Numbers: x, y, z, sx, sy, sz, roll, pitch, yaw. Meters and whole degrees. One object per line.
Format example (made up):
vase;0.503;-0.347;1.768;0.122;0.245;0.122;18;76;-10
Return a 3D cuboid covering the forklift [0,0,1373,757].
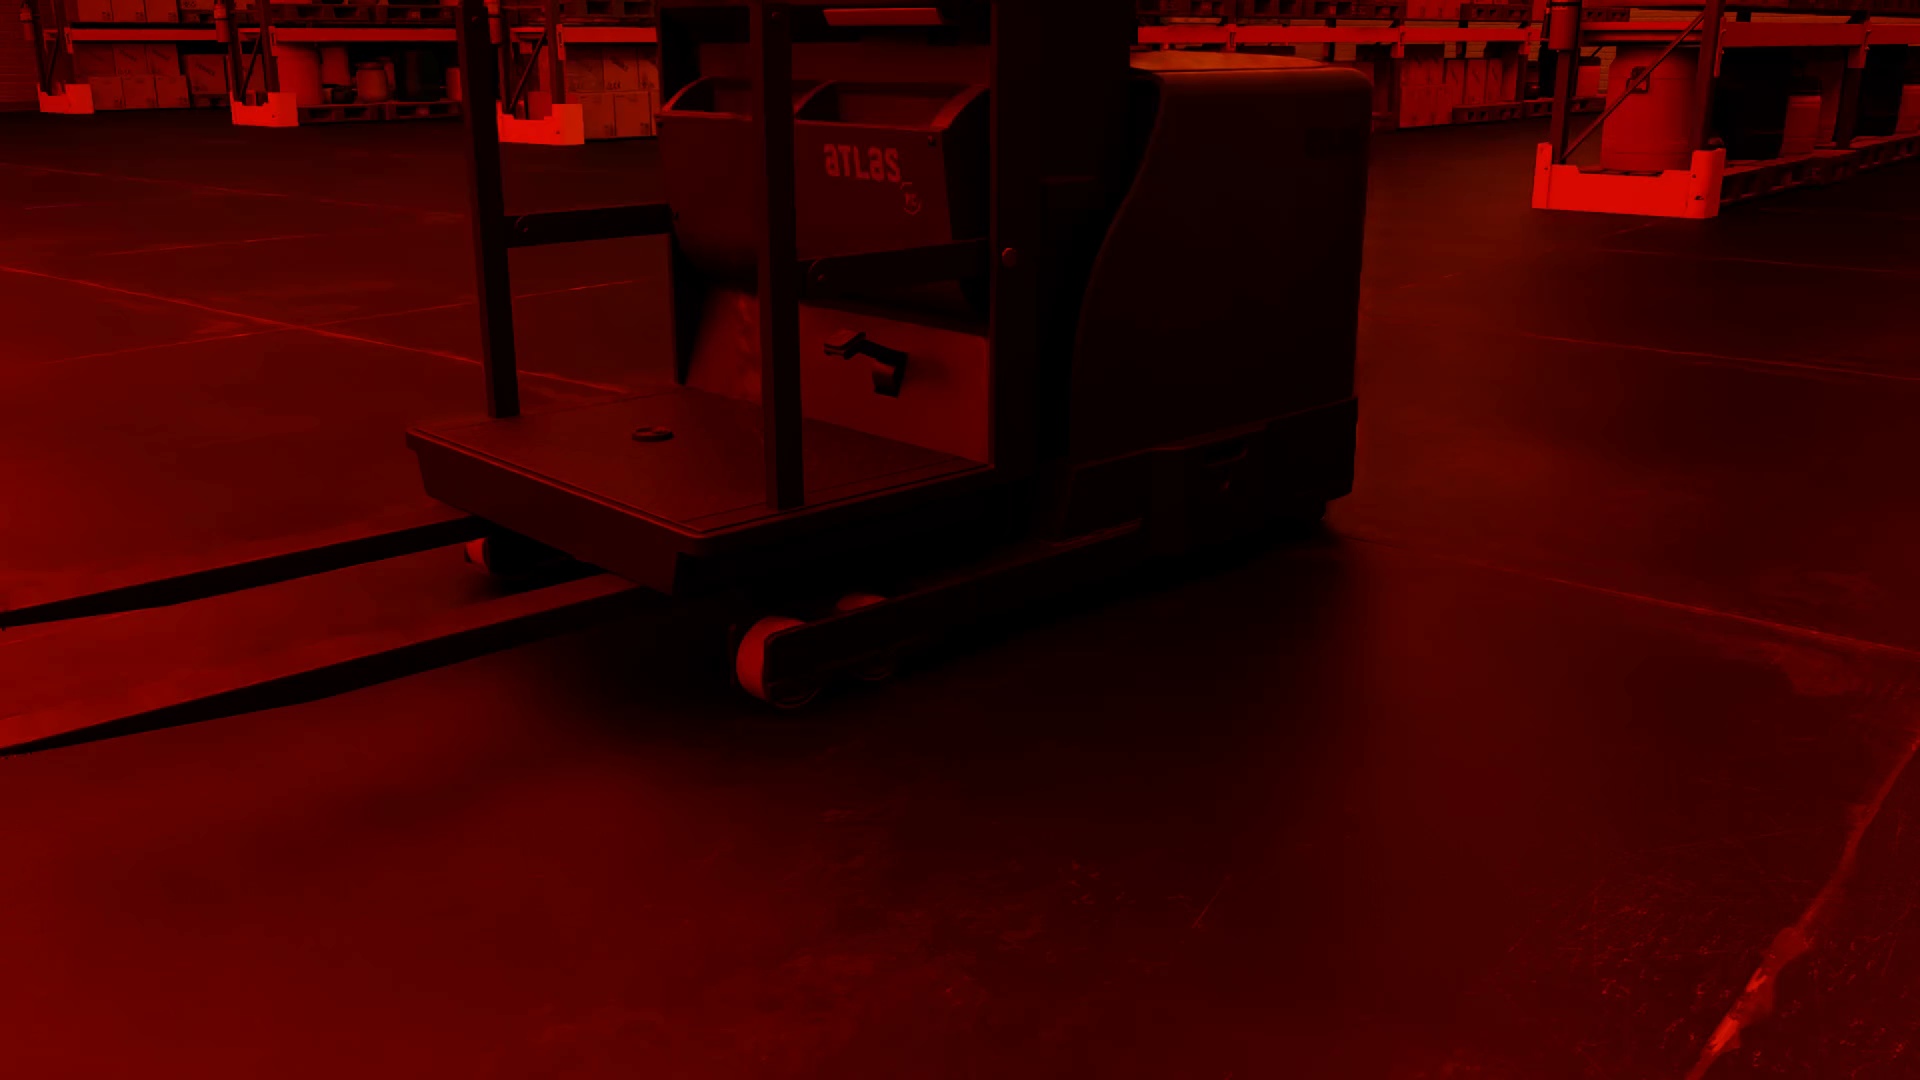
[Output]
forklift;-0.450;-1.272;3.086;3.031;2.935;1.130;-15;23;-41
